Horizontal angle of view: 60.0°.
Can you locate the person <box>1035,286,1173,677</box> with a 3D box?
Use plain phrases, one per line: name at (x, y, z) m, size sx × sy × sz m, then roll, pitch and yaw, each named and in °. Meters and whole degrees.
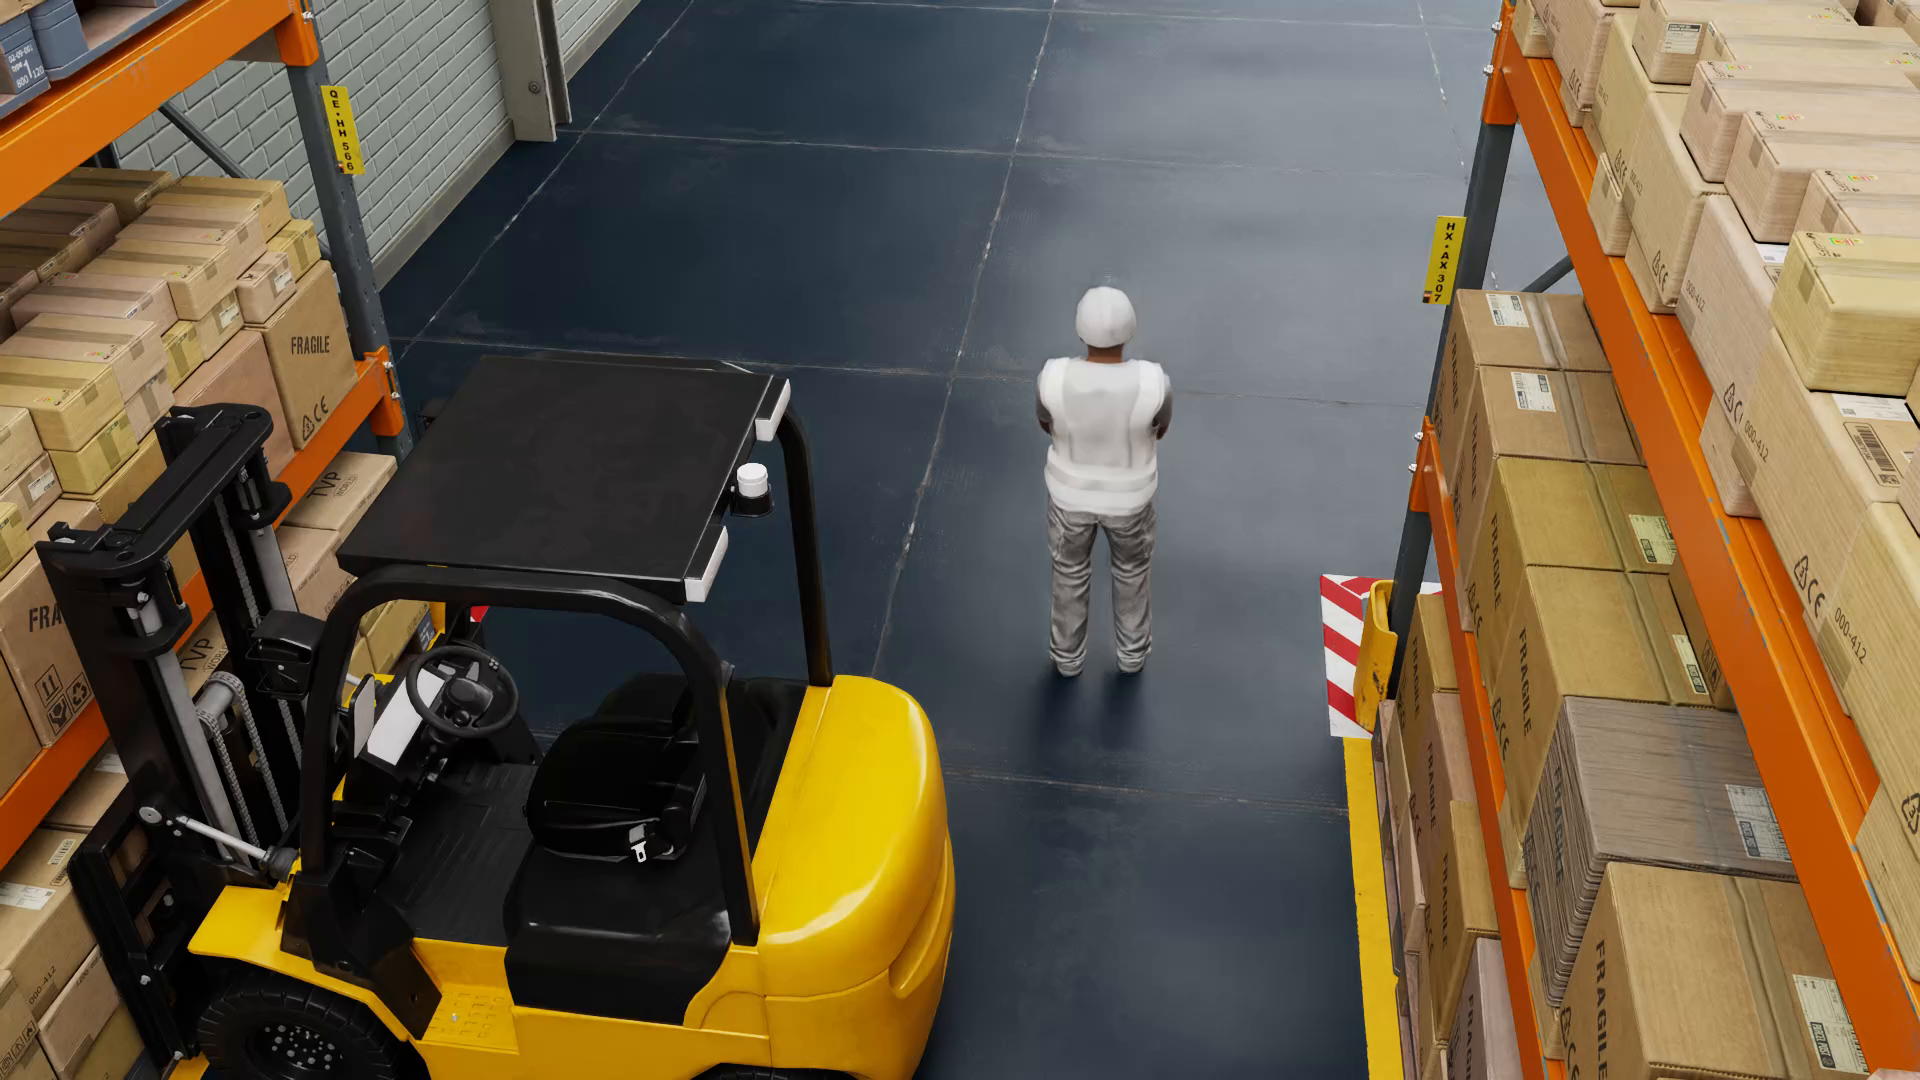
person at (0.545, -0.240, 6.460) m, size 0.510 × 1.788 × 0.558 m, roll 4°, pitch 36°, yaw 6°
